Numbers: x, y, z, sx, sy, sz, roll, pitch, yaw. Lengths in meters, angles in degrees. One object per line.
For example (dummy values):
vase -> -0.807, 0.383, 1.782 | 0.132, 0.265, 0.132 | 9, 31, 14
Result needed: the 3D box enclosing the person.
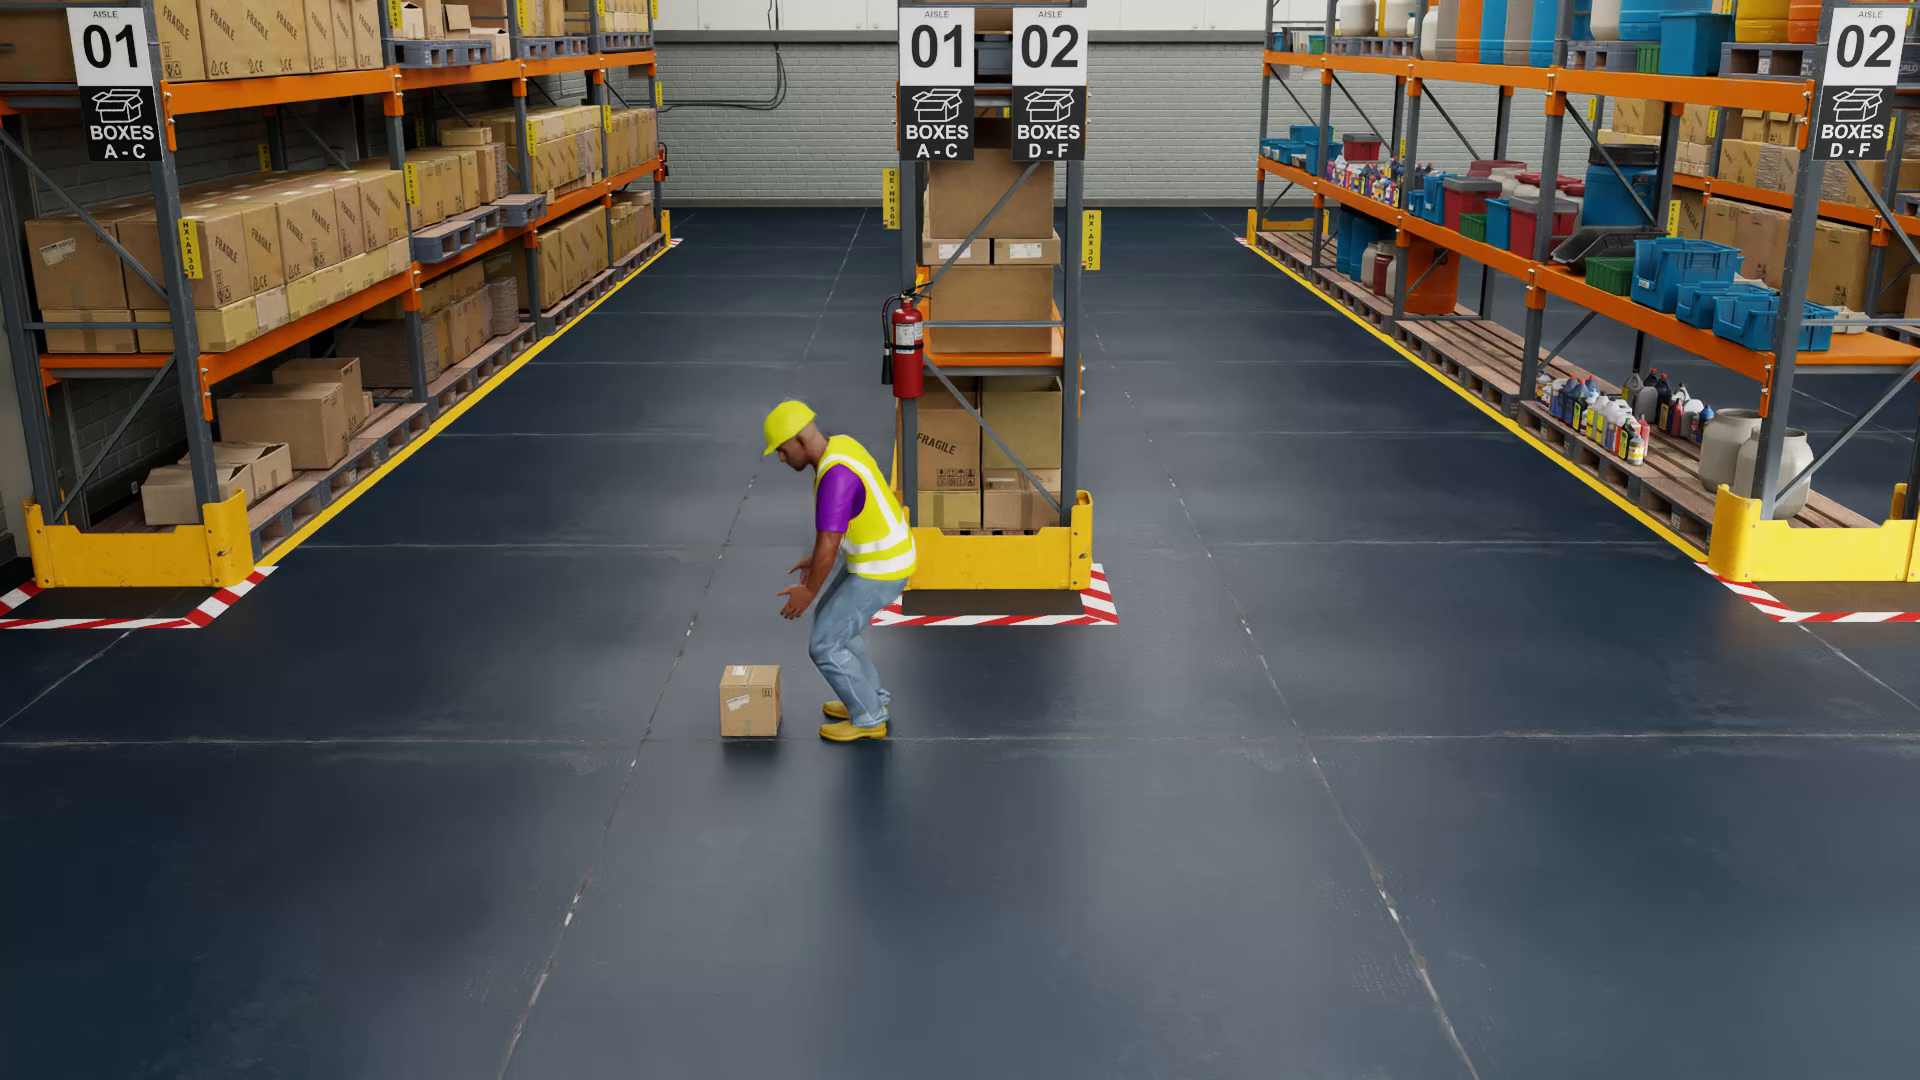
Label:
person -> -0.528, 0.132, 7.454 | 0.666, 1.543, 0.625 | 0, 17, 0
